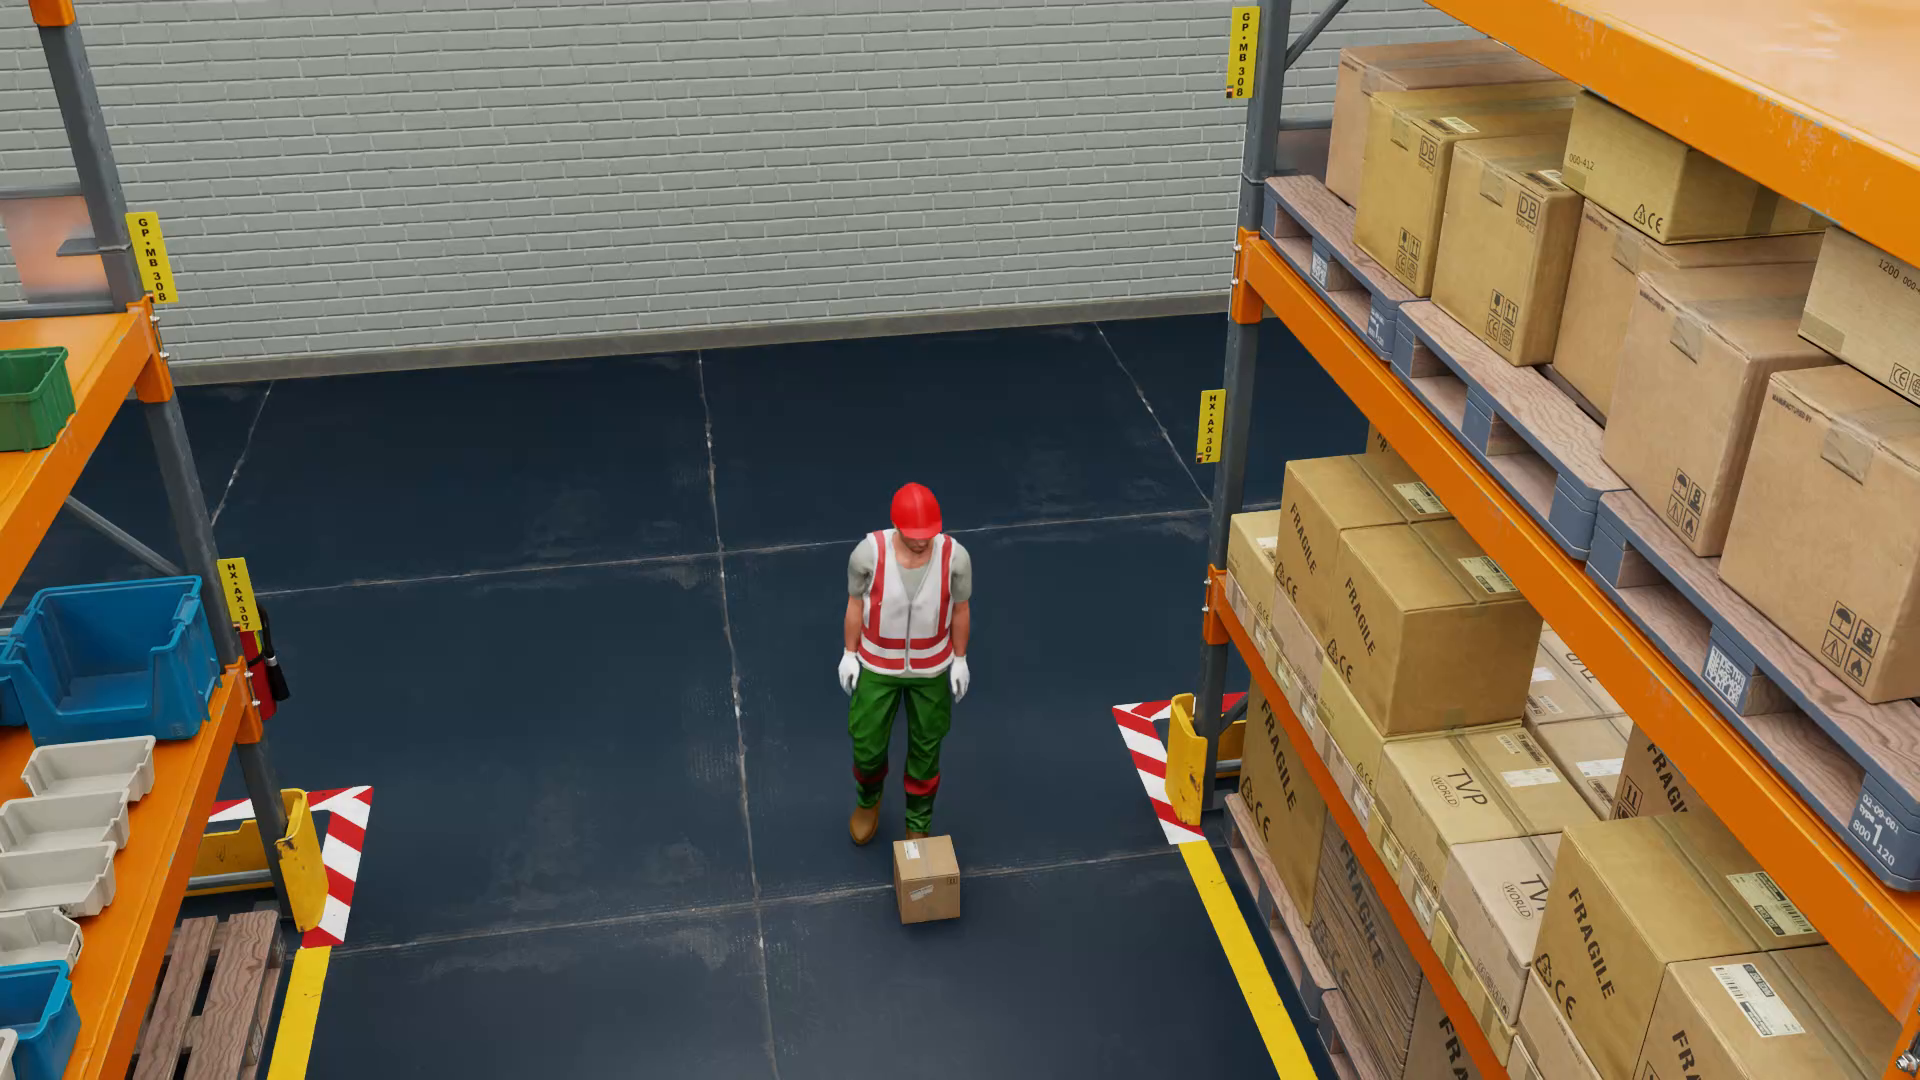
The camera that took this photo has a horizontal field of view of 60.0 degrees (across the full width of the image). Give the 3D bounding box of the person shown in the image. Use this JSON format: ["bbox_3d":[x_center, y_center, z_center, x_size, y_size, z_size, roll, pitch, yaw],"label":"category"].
[{"bbox_3d":[-0.223,0.583,7.081,0.581,1.785,0.495,-3,31,-5],"label":"person"}]
